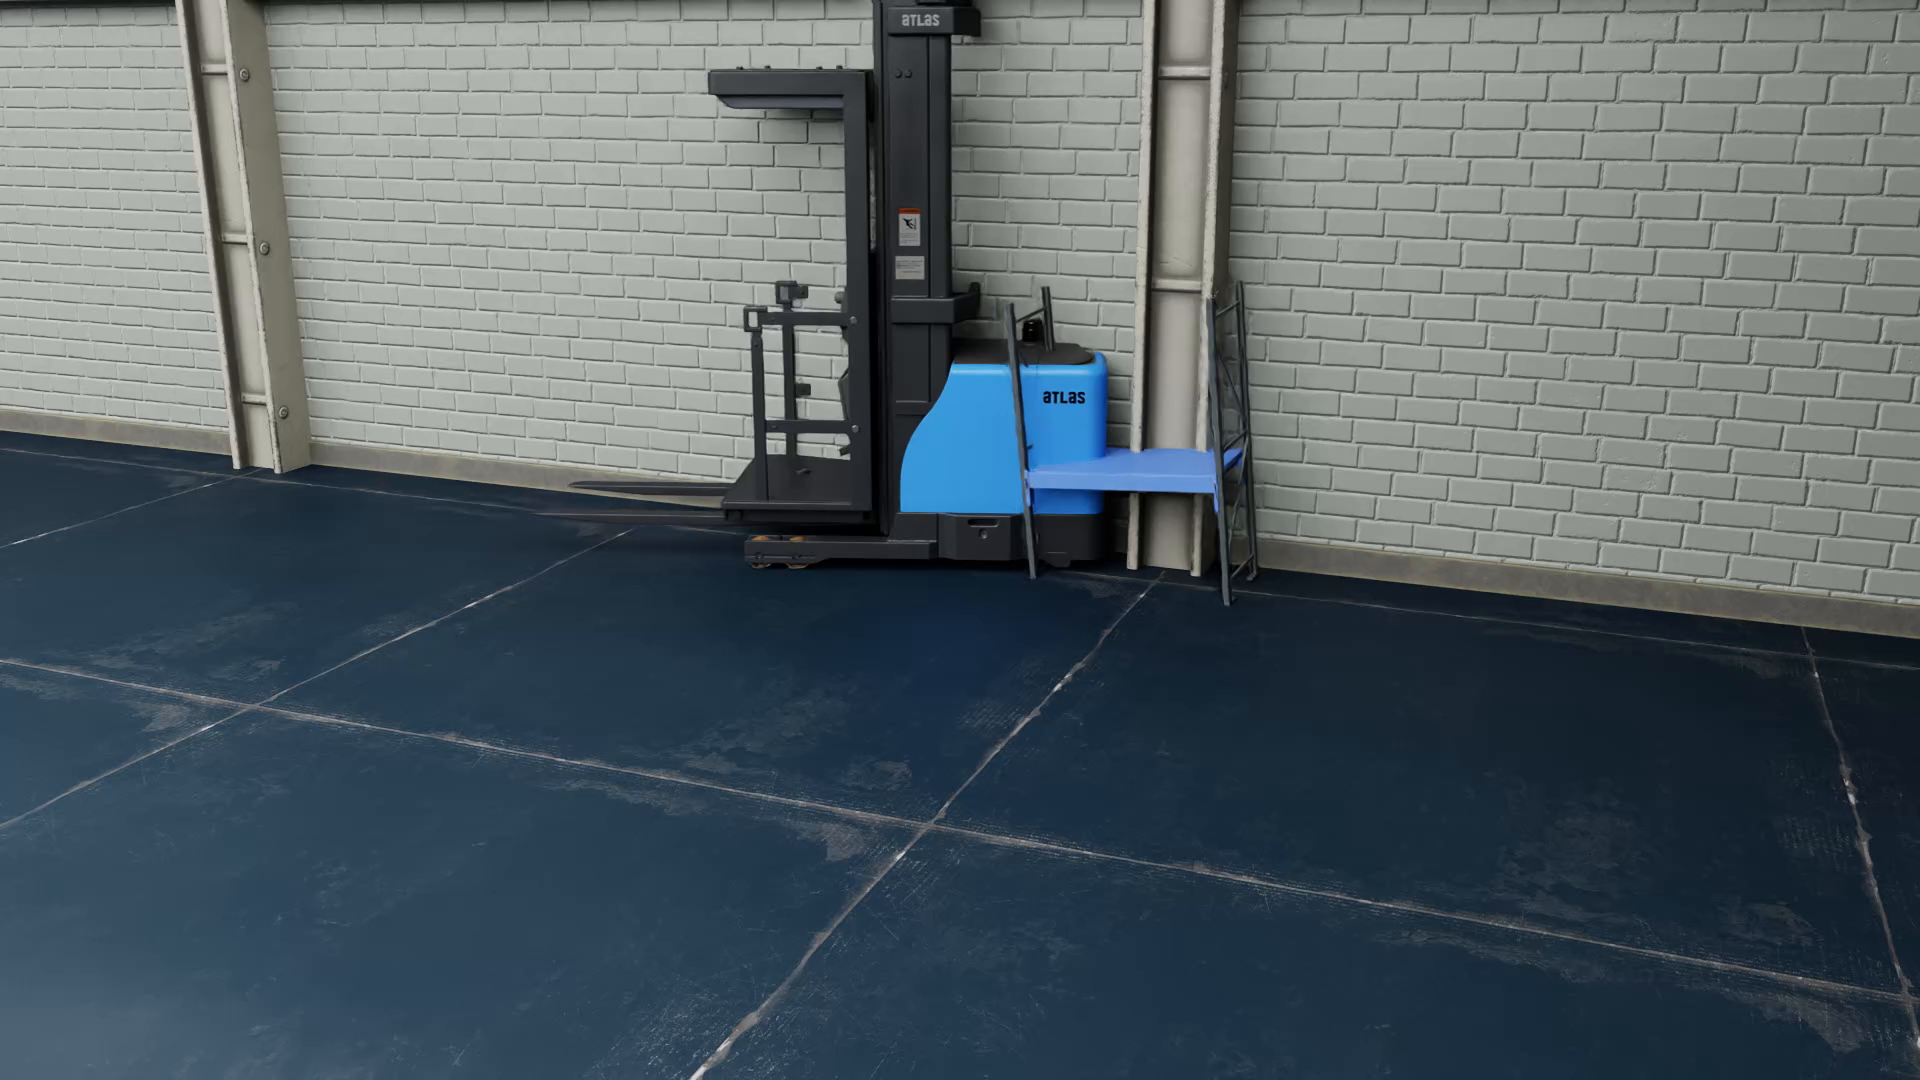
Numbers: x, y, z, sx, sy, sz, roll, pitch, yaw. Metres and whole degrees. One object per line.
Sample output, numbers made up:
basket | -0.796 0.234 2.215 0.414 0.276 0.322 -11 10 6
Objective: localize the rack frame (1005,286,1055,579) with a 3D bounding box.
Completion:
rack frame | 0.414 -0.509 8.510 0.032 1.500 0.500 2 19 26

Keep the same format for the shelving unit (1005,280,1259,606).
shelving unit | 0.869 -0.489 8.284 1.048 1.500 0.538 2 19 26

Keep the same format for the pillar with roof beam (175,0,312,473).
pillar with roof beam | -6.053 -3.691 5.746 0.400 9.000 9.100 6 17 21

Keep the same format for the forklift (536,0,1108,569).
forklift | -0.730 -1.402 8.744 3.031 2.935 1.130 1 16 3

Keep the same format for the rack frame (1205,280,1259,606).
rack frame | 1.324 -0.469 8.059 0.032 1.500 0.500 2 19 26

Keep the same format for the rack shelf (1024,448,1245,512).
rack shelf | 0.887 -0.318 8.337 1.000 0.185 0.538 2 19 26

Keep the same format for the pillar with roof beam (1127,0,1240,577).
pillar with roof beam | -0.471 -3.077 3.631 0.400 9.000 9.100 6 17 21
